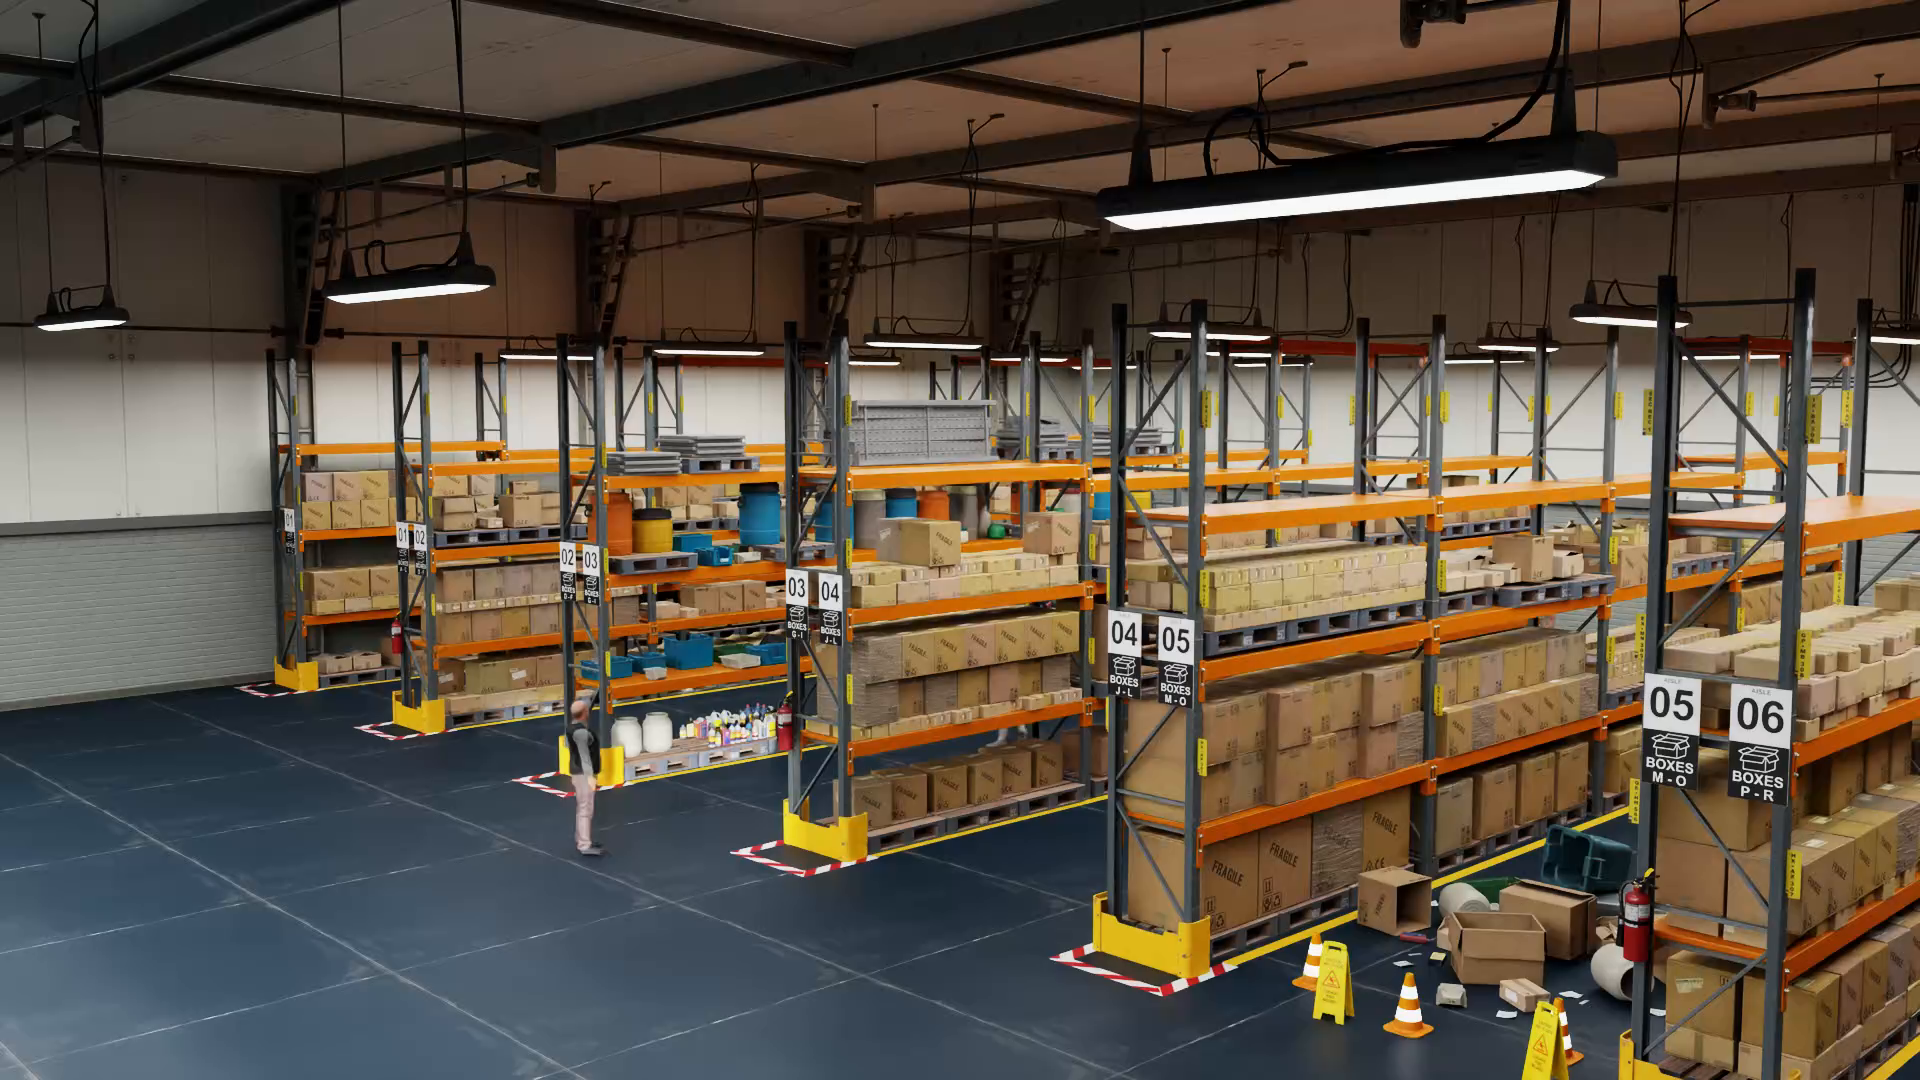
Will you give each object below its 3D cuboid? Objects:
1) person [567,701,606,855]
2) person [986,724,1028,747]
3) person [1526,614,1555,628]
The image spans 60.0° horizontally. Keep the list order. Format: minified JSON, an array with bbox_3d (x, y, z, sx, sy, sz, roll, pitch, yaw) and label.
[{"bbox_3d":[-4.241,2.676,18.870,0.447,1.726,0.539,-1,5,-6],"label":"person"},{"bbox_3d":[0.729,2.165,24.477,0.475,1.767,0.645,3,6,31],"label":"person"},{"bbox_3d":[10.988,1.588,31.436,0.567,1.737,0.410,3,6,28],"label":"person"}]
